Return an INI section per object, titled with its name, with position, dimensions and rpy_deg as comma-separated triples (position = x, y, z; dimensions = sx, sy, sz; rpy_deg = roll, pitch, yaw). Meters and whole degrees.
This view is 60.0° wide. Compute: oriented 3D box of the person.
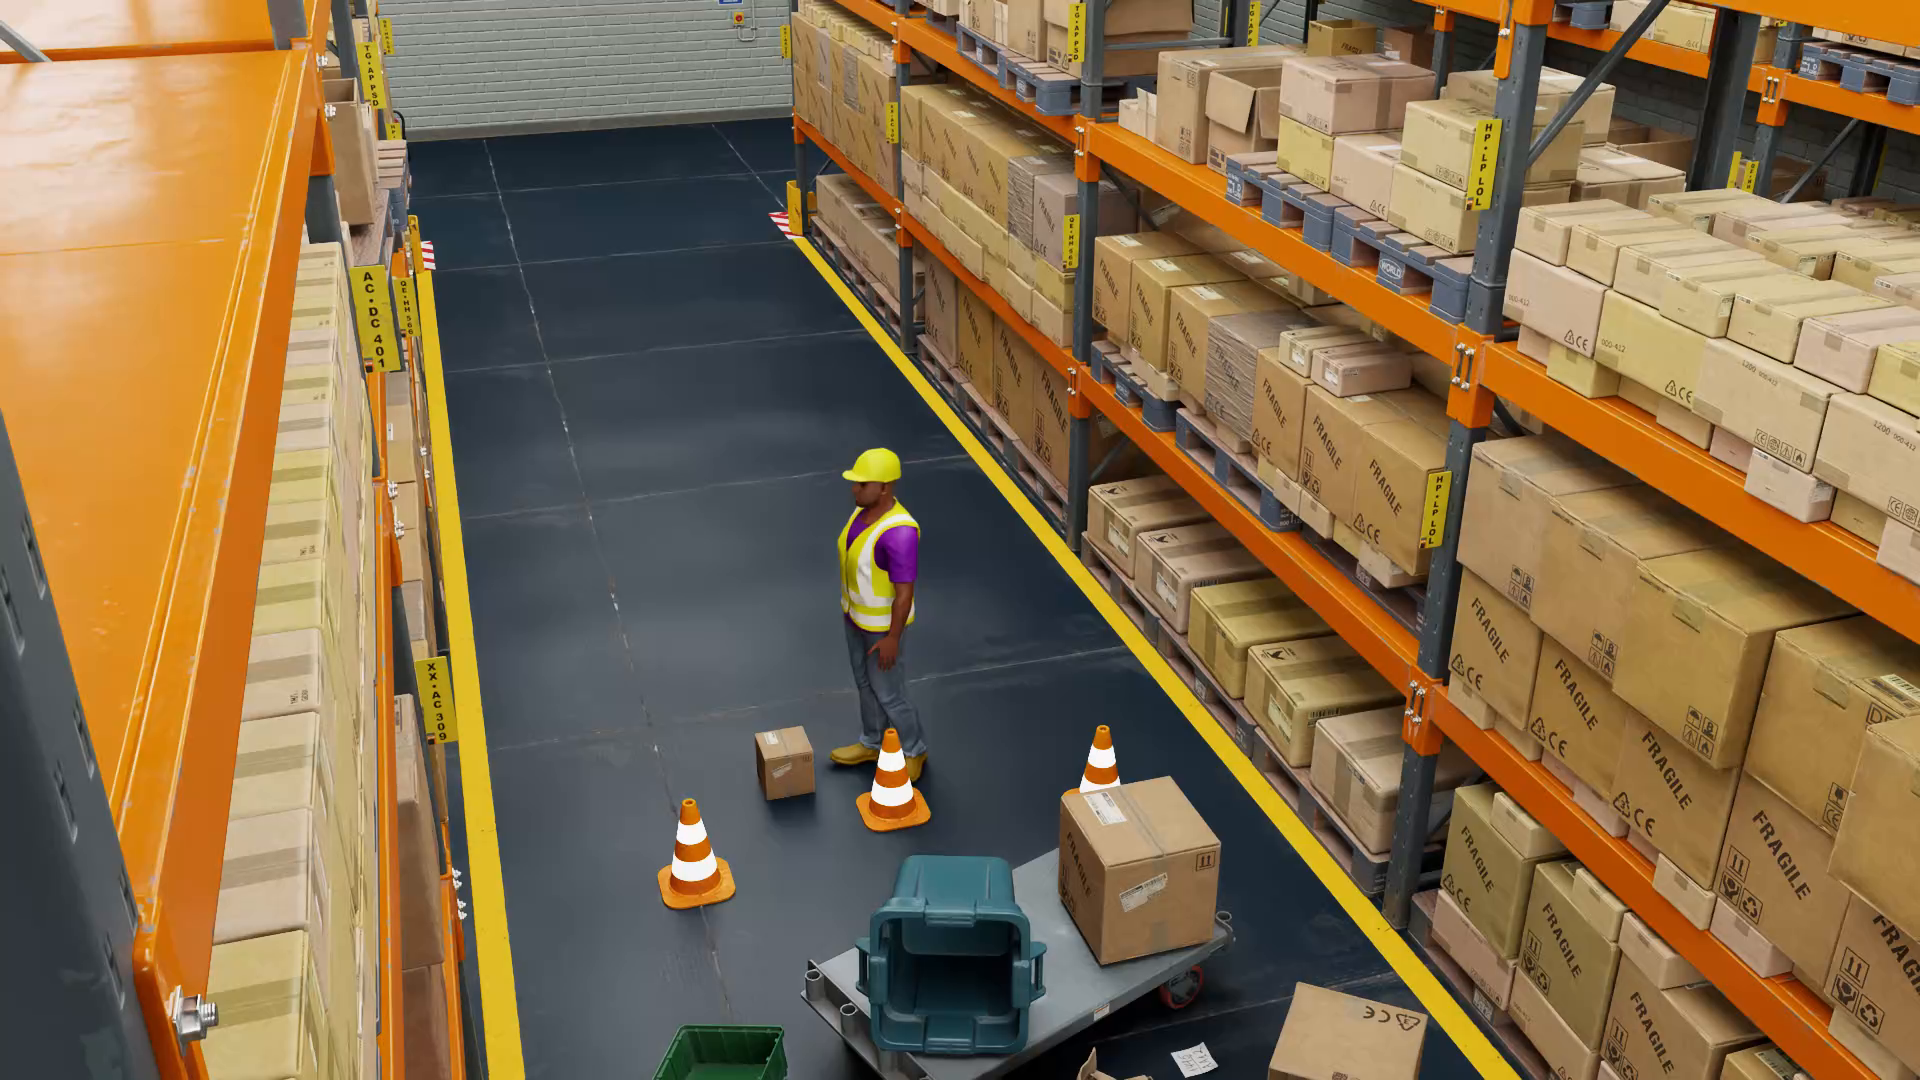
[person]
position = -0.414, 0.383, 8.287
dimensions = 0.459, 1.770, 0.608
rpy_deg = -13, 29, -25
